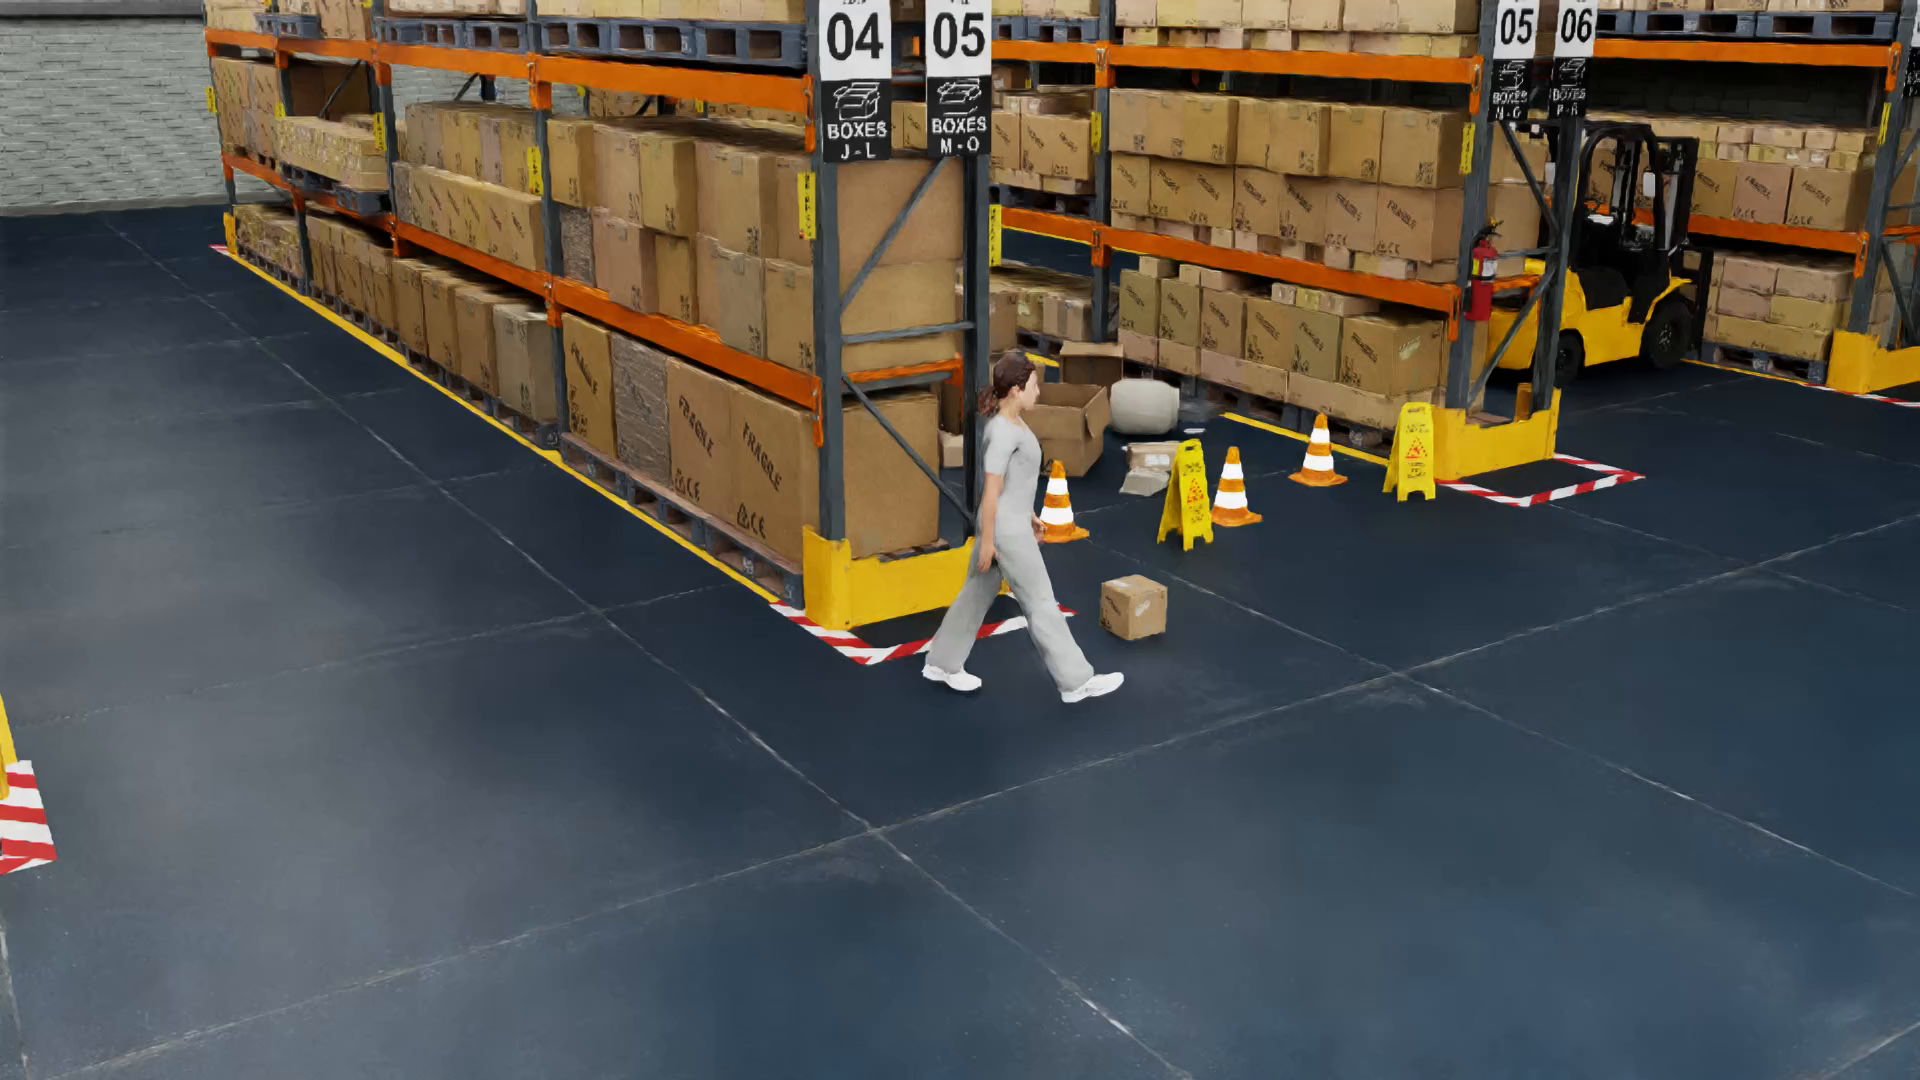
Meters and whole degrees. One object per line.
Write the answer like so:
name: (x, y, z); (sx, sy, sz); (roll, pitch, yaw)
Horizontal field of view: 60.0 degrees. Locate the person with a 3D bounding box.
person: (0.293, -0.056, 7.757); (0.949, 1.635, 0.483); (0, 18, -1)
